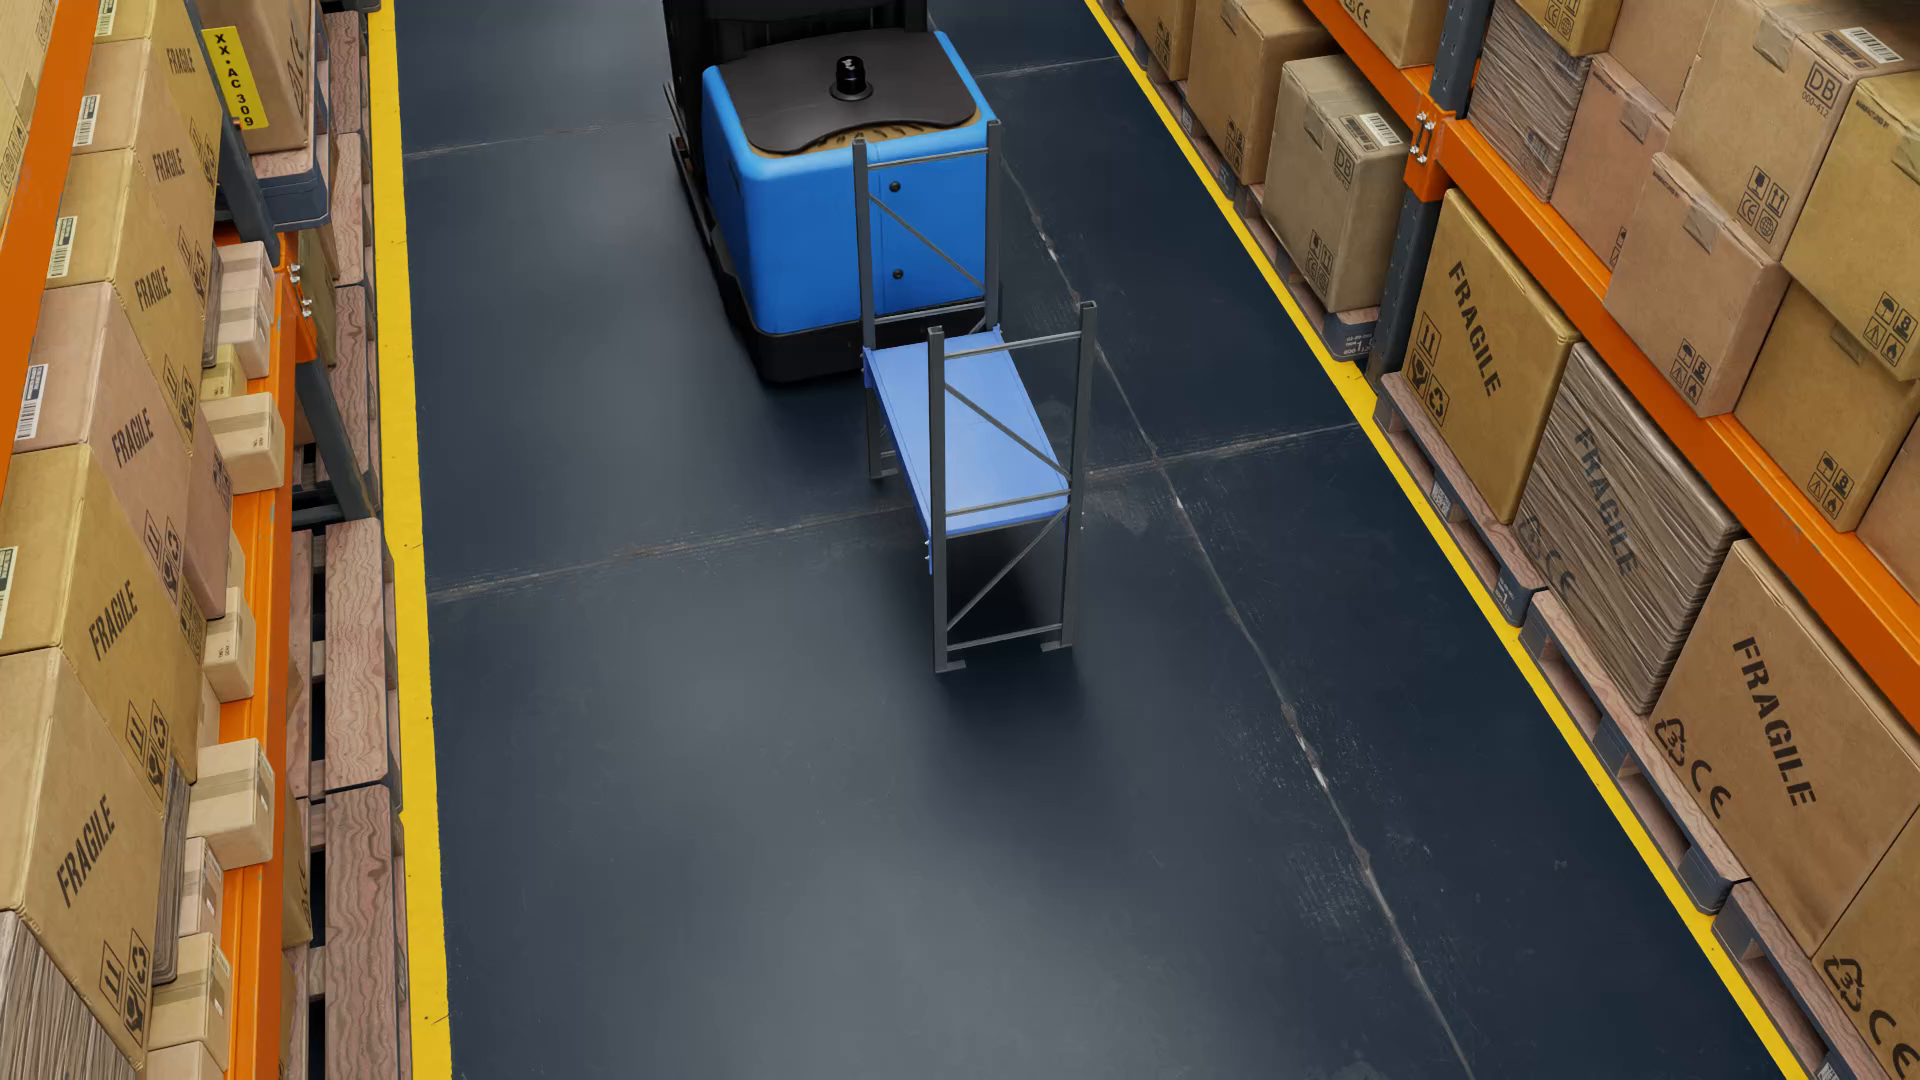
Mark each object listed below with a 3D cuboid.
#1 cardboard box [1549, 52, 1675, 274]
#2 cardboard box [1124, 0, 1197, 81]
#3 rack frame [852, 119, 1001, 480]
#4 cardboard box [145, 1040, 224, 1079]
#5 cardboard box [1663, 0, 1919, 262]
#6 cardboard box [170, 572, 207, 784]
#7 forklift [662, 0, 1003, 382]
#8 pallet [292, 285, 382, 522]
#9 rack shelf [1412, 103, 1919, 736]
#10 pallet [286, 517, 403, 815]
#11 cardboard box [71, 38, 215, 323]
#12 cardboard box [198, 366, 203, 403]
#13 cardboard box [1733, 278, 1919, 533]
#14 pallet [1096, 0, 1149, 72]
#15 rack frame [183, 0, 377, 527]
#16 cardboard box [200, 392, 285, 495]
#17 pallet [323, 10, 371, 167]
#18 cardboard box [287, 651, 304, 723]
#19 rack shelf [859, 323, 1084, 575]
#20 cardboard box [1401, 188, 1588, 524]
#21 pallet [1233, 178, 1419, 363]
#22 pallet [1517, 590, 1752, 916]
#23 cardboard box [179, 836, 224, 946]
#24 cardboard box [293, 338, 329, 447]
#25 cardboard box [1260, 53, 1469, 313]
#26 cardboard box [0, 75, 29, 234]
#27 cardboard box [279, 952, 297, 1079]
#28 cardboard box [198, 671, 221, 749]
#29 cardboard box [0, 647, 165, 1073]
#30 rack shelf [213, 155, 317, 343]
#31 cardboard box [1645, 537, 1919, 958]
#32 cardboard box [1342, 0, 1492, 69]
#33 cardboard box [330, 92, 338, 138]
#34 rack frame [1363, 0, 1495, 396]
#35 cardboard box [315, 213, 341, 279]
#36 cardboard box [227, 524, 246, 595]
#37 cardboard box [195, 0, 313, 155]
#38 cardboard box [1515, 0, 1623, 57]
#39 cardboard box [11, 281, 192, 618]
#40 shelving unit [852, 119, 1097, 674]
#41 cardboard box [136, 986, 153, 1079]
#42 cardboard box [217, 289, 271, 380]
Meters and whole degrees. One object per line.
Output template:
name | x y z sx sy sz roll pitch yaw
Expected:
cardboard box | 2.446 -1.200 5.221 0.875 0.550 0.550 -11 47 -10
cardboard box | 1.449 -2.857 8.231 1.050 0.750 0.750 -10 46 -10
rack frame | -0.108 -0.817 6.001 0.500 1.500 0.032 -11 47 -10
cardboard box | -1.641 1.150 3.198 0.380 0.149 0.250 -11 47 -10
cardboard box | 2.497 -1.189 4.454 0.875 0.550 0.550 -11 47 -10
cardboard box | -2.181 0.276 3.601 0.875 0.500 0.500 -11 47 -10
forklift | -0.750 -2.742 6.885 1.130 2.935 3.031 -13 47 -12
pallet | -2.844 -0.500 6.592 1.003 0.211 1.213 -11 47 -10
rack shelf | 2.689 -0.143 4.794 1.077 0.370 4.000 -11 47 -10
pallet | -2.437 0.495 5.617 1.003 0.211 1.213 -11 47 -10
cardboard box | -2.133 -0.822 3.977 0.500 0.500 0.500 -11 47 -10
cardboard box | -2.494 -0.404 4.267 0.875 0.500 0.500 -11 47 -10
cardboard box | 2.703 -0.458 4.494 0.875 0.550 0.500 -11 47 -10
pallet | 1.282 -3.003 9.045 1.003 0.211 1.213 -11 47 -10
rack frame | -2.644 -0.939 5.070 1.000 3.000 0.127 -11 47 -10
cardboard box | -2.072 -0.246 4.567 0.380 0.149 0.250 -11 47 -10
pallet | -3.469 -2.184 8.243 1.003 0.211 1.213 -11 47 -10
cardboard box | -2.426 0.467 5.148 0.500 0.500 0.500 3 46 2
rack shelf | 0.022 -0.340 5.785 0.538 0.185 1.000 -11 47 -10
cardboard box | 2.270 -0.732 6.061 0.875 0.875 0.875 -10 46 -10
pallet | 1.907 -1.319 7.394 1.003 0.211 1.213 -11 47 -10
pallet | 2.612 0.584 5.530 1.003 0.211 1.213 -11 47 -10
cardboard box | -1.789 0.809 3.533 0.380 0.149 0.250 -11 47 -10
cardboard box | -2.780 -0.645 6.224 0.700 0.500 0.500 -14 47 -13
cardboard box | 1.931 -1.547 6.947 1.050 0.750 0.750 -11 47 -11
cardboard box | -1.892 -0.610 2.753 0.500 0.250 0.500 -9 46 -9
cardboard box | -2.091 1.275 4.357 0.500 0.500 0.500 -7 46 -7
cardboard box | -1.945 0.469 3.866 0.380 0.149 0.250 -11 47 -10
cardboard box | -1.618 0.558 2.625 0.500 0.500 0.500 -11 47 -10
rack shelf | -3.156 -2.068 6.680 1.077 0.370 4.000 -11 47 -10
cardboard box | 2.736 0.519 4.834 0.875 0.875 0.875 -11 47 -11
cardboard box | 1.785 -2.122 6.159 0.500 0.500 0.500 -11 47 -11
cardboard box | -3.322 -2.140 7.689 0.700 0.500 0.500 -14 47 -14
rack frame | 2.177 -1.776 5.890 1.000 3.000 0.127 -11 47 -10
cardboard box | -3.028 -1.364 6.929 0.700 0.500 0.500 -14 47 -14
cardboard box | -2.032 0.116 4.212 0.380 0.149 0.250 -11 47 -10
cardboard box | -2.712 -1.870 5.268 1.000 1.000 1.000 -10 46 -10
cardboard box | 2.238 -1.945 5.195 0.875 0.550 0.550 -11 47 -10
cardboard box | -1.881 -0.131 3.300 0.500 0.500 0.500 -11 47 -10
shelving unit | 0.022 -0.466 5.657 0.538 1.500 1.048 -11 47 -10
cardboard box | -1.978 0.976 2.915 0.875 0.500 0.500 -11 47 -10
cardboard box | -2.250 -0.582 4.896 0.380 0.149 0.250 -11 47 -10
